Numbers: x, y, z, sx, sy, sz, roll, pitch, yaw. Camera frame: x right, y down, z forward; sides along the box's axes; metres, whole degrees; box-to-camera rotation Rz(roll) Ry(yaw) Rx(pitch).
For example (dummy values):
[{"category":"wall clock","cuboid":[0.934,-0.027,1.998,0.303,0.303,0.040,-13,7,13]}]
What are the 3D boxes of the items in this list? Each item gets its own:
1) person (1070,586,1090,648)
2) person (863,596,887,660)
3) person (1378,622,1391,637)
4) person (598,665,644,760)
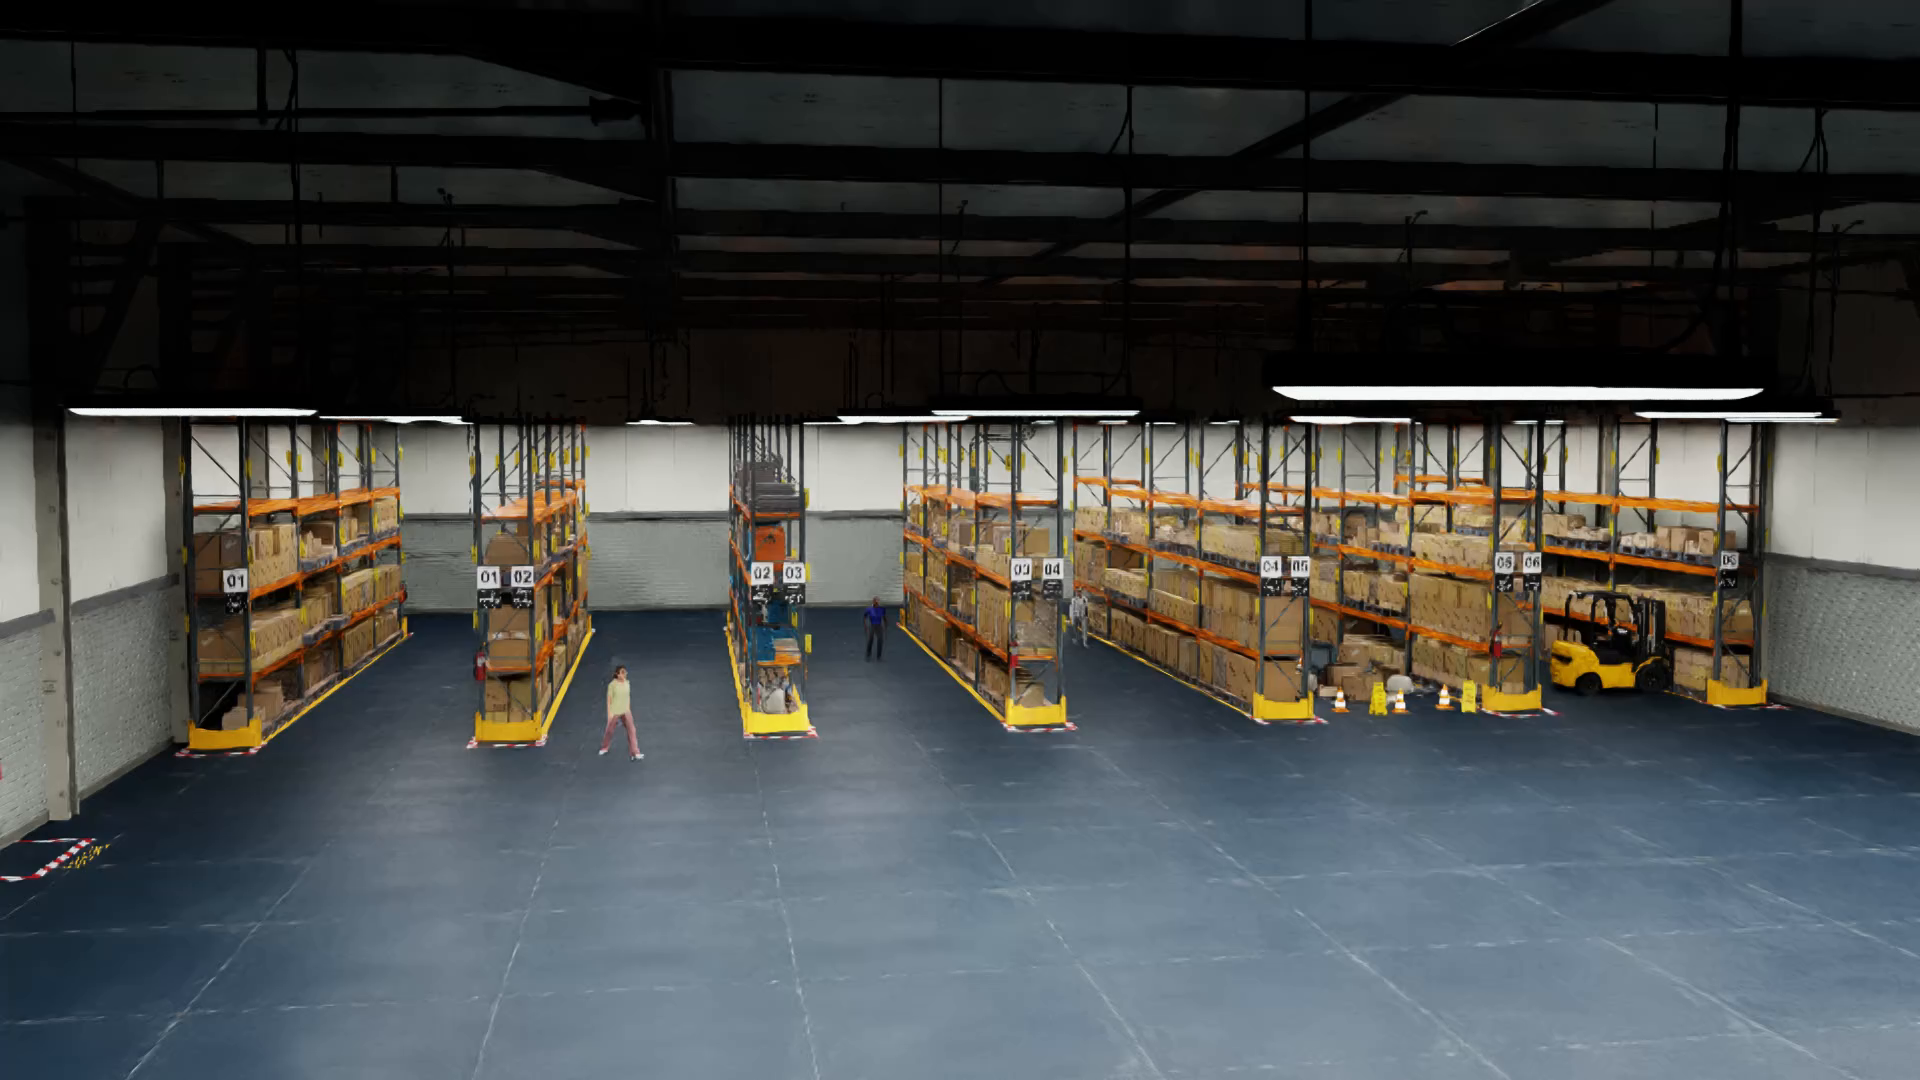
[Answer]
[{"category":"person","cuboid":[3.087,1.974,43.119,0.496,1.587,1.069,0,4,-6]},{"category":"person","cuboid":[-2.078,2.161,40.728,0.593,1.603,0.509,-1,4,-11]},{"category":"person","cuboid":[11.116,1.830,43.915,0.569,1.785,0.655,2,4,23]},{"category":"person","cuboid":[-5.876,2.956,28.599,0.536,1.635,0.929,-3,5,-35]}]
